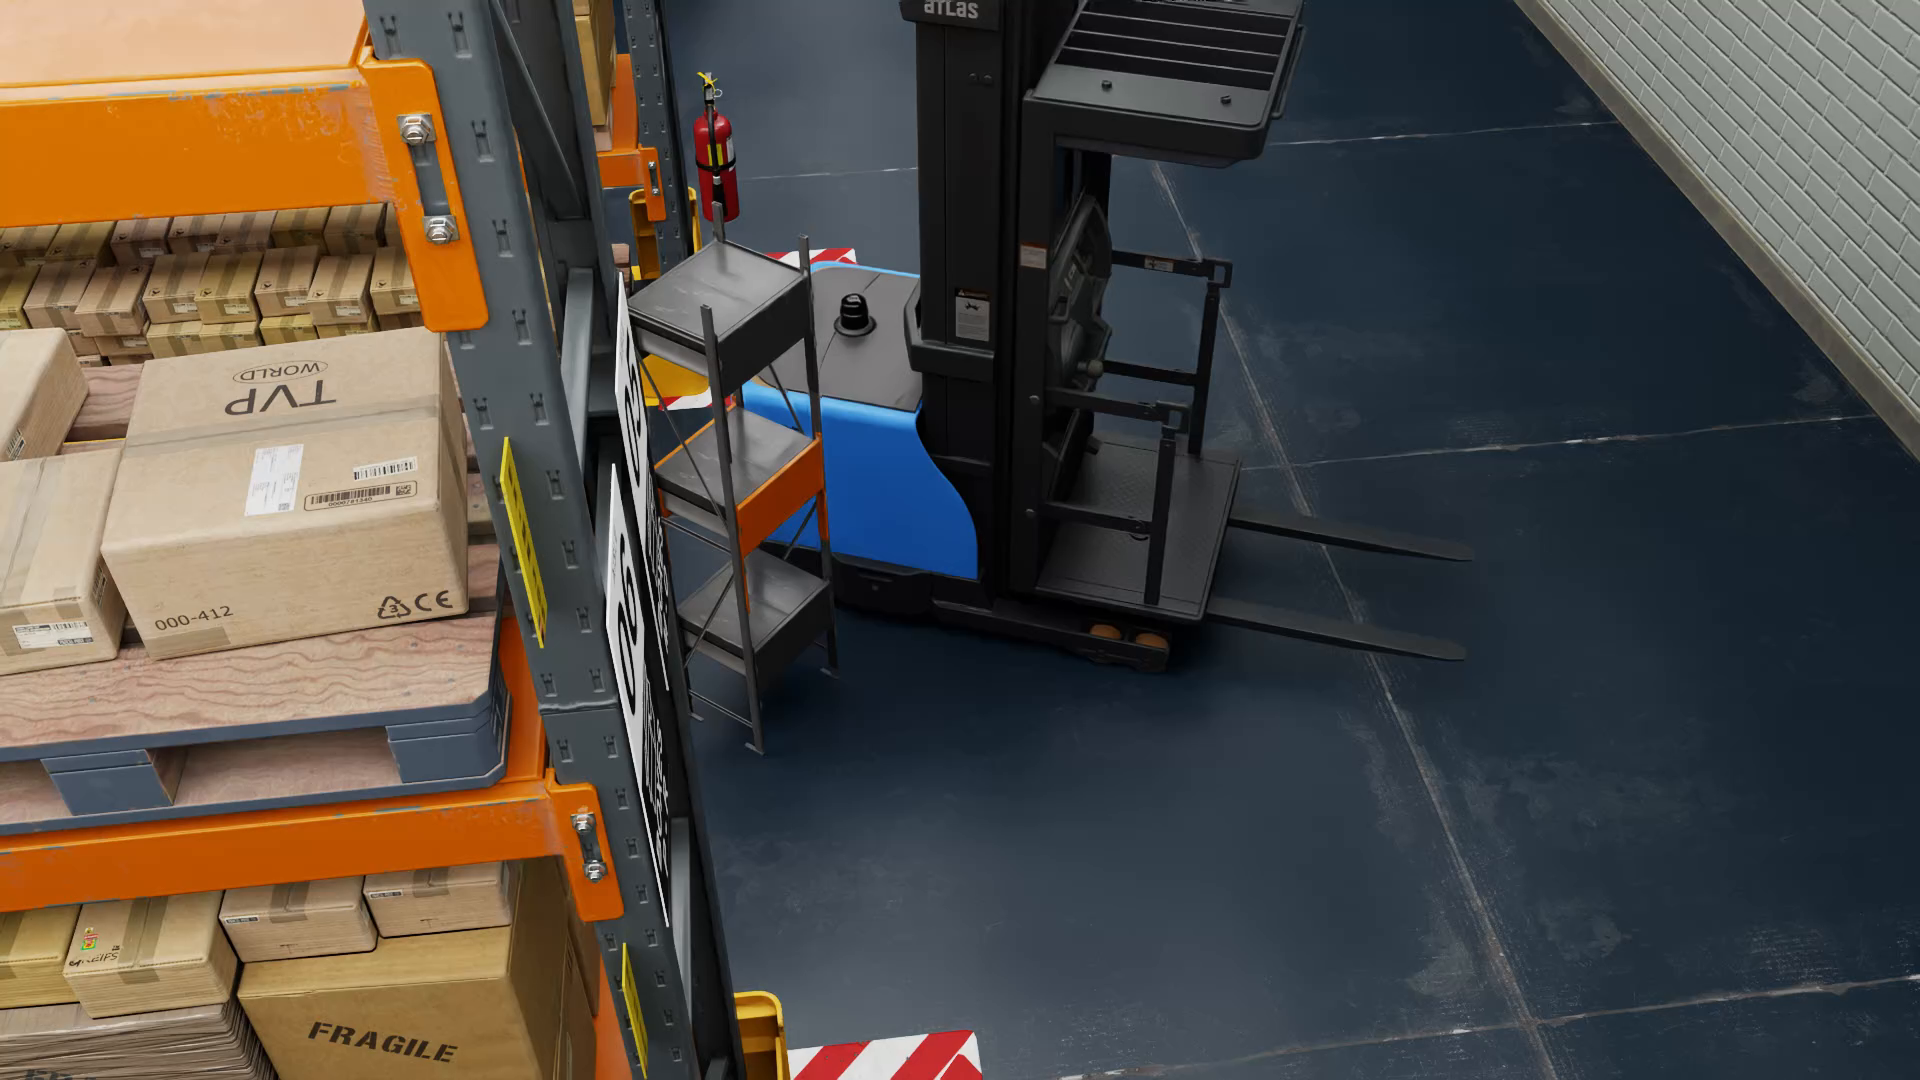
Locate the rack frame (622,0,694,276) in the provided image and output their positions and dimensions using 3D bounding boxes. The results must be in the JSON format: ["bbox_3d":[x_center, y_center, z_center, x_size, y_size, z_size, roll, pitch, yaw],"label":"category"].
[{"bbox_3d":[-1.420,-2.220,7.687,0.127,3.000,1.000,-5,42,-6],"label":"rack frame"}]

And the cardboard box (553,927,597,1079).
[{"bbox_3d":[-1.122,1.239,3.777,0.500,0.500,0.500,-5,42,-5],"label":"cardboard box"}]

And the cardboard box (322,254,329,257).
[{"bbox_3d":[-3.266,-1.399,8.370,0.250,0.149,0.380,-3,42,-3],"label":"cardboard box"}]

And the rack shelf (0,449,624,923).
[{"bbox_3d":[-2.661,0.386,3.096,4.000,0.370,1.077,-5,42,-6],"label":"rack shelf"}]

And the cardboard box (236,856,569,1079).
[{"bbox_3d":[-1.125,0.850,3.462,0.500,0.500,0.500,-4,42,-4],"label":"cardboard box"}]

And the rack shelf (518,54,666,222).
[{"bbox_3d":[-3.403,-1.779,7.735,4.000,0.370,1.077,-5,42,-6],"label":"rack shelf"}]

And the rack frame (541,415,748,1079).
[{"bbox_3d":[-0.678,1.059,4.052,0.127,3.000,1.000,-5,42,-6],"label":"rack frame"}]

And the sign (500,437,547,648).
[{"bbox_3d":[-0.621,0.007,2.376,0.005,0.325,0.100,-5,42,-6],"label":"sign"}]

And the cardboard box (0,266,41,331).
[{"bbox_3d":[-4.493,-1.122,7.841,0.250,0.149,0.380,-6,42,-6],"label":"cardboard box"}]

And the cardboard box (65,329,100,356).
[{"bbox_3d":[-4.241,-1.048,7.980,0.250,0.149,0.380,-7,43,-8],"label":"cardboard box"}]

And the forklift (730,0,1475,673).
[{"bbox_3d":[0.645,-0.939,6.318,3.031,2.935,1.130,11,43,12],"label":"forklift"}]

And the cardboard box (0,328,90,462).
[{"bbox_3d":[-1.787,-0.213,3.022,0.250,0.149,0.380,-4,42,-4],"label":"cardboard box"}]

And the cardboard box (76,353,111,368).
[{"bbox_3d":[-4.235,-0.923,8.063,0.250,0.149,0.380,-6,42,-6],"label":"cardboard box"}]

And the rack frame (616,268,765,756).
[{"bbox_3d":[-0.937,-0.010,5.909,0.400,2.100,0.015,24,47,24],"label":"rack frame"}]

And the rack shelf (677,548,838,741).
[{"bbox_3d":[-0.801,0.384,6.538,0.431,0.518,0.480,24,47,24],"label":"rack shelf"}]

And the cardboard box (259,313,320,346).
[{"bbox_3d":[-3.190,-1.083,8.019,0.250,0.149,0.380,-3,42,-3],"label":"cardboard box"}]

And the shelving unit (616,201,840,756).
[{"bbox_3d":[-0.801,-0.146,6.060,0.431,2.100,0.503,24,47,24],"label":"shelving unit"}]

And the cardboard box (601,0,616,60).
[{"bbox_3d":[-1.901,-2.512,7.714,0.500,0.500,0.500,-3,42,-3],"label":"cardboard box"}]

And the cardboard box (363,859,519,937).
[{"bbox_3d":[-1.008,0.574,3.284,0.250,0.149,0.380,-4,42,-5],"label":"cardboard box"}]

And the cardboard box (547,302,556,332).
[{"bbox_3d":[-1.906,-1.192,8.140,0.250,0.149,0.380,-6,42,-7],"label":"cardboard box"}]

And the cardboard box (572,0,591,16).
[{"bbox_3d":[-1.842,-2.534,6.992,0.500,0.500,0.500,-6,42,-6],"label":"cardboard box"}]

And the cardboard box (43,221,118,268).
[{"bbox_3d":[-4.306,-1.440,8.193,0.250,0.149,0.380,-4,42,-4],"label":"cardboard box"}]

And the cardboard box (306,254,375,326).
[{"bbox_3d":[-2.933,-1.193,7.919,0.250,0.149,0.380,-4,42,-4],"label":"cardboard box"}]

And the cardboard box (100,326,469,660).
[{"bbox_3d":[-1.113,-0.094,2.814,0.500,0.250,0.500,-9,43,-9],"label":"cardboard box"}]

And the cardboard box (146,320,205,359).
[{"bbox_3d":[-3.707,-1.036,7.967,0.250,0.149,0.380,-5,42,-6],"label":"cardboard box"}]

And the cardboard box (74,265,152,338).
[{"bbox_3d":[-3.974,-1.128,7.847,0.250,0.149,0.380,-4,42,-5],"label":"cardboard box"}]

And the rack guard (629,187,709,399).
[{"bbox_3d":[-1.495,-1.285,8.517,0.348,0.500,1.175,-5,42,-6],"label":"rack guard"}]

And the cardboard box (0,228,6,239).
[{"bbox_3d":[-4.819,-1.443,8.196,0.250,0.149,0.380,-5,42,-5],"label":"cardboard box"}]

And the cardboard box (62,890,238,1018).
[{"bbox_3d":[-1.502,0.690,3.155,0.250,0.149,0.380,-5,42,-6],"label":"cardboard box"}]

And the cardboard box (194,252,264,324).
[{"bbox_3d":[-3.465,-1.202,7.929,0.250,0.149,0.380,-5,42,-5],"label":"cardboard box"}]

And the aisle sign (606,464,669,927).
[{"bbox_3d":[-0.566,0.293,2.960,0.004,0.787,0.394,-5,42,-6],"label":"aisle sign"}]

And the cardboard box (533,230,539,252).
[{"bbox_3d":[-2.169,-1.340,8.082,0.250,0.149,0.380,-4,42,-5],"label":"cardboard box"}]

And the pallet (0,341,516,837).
[{"bbox_3d":[-1.412,0.049,2.998,1.213,0.211,1.003,-5,42,-6],"label":"pallet"}]

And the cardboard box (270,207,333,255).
[{"bbox_3d":[-3.286,-1.591,8.360,0.250,0.149,0.380,-4,42,-5],"label":"cardboard box"}]

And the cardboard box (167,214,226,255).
[{"bbox_3d":[-3.783,-1.557,8.322,0.250,0.149,0.380,-6,42,-7],"label":"cardboard box"}]

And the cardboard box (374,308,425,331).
[{"bbox_3d":[-2.701,-1.191,8.139,0.250,0.149,0.380,-5,42,-6],"label":"cardboard box"}]

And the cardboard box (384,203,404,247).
[{"bbox_3d":[-2.743,-1.601,8.372,0.250,0.149,0.380,-7,43,-8],"label":"cardboard box"}]

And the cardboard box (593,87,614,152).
[{"bbox_3d":[-1.707,-1.911,7.531,0.250,0.149,0.380,-5,42,-5],"label":"cardboard box"}]
